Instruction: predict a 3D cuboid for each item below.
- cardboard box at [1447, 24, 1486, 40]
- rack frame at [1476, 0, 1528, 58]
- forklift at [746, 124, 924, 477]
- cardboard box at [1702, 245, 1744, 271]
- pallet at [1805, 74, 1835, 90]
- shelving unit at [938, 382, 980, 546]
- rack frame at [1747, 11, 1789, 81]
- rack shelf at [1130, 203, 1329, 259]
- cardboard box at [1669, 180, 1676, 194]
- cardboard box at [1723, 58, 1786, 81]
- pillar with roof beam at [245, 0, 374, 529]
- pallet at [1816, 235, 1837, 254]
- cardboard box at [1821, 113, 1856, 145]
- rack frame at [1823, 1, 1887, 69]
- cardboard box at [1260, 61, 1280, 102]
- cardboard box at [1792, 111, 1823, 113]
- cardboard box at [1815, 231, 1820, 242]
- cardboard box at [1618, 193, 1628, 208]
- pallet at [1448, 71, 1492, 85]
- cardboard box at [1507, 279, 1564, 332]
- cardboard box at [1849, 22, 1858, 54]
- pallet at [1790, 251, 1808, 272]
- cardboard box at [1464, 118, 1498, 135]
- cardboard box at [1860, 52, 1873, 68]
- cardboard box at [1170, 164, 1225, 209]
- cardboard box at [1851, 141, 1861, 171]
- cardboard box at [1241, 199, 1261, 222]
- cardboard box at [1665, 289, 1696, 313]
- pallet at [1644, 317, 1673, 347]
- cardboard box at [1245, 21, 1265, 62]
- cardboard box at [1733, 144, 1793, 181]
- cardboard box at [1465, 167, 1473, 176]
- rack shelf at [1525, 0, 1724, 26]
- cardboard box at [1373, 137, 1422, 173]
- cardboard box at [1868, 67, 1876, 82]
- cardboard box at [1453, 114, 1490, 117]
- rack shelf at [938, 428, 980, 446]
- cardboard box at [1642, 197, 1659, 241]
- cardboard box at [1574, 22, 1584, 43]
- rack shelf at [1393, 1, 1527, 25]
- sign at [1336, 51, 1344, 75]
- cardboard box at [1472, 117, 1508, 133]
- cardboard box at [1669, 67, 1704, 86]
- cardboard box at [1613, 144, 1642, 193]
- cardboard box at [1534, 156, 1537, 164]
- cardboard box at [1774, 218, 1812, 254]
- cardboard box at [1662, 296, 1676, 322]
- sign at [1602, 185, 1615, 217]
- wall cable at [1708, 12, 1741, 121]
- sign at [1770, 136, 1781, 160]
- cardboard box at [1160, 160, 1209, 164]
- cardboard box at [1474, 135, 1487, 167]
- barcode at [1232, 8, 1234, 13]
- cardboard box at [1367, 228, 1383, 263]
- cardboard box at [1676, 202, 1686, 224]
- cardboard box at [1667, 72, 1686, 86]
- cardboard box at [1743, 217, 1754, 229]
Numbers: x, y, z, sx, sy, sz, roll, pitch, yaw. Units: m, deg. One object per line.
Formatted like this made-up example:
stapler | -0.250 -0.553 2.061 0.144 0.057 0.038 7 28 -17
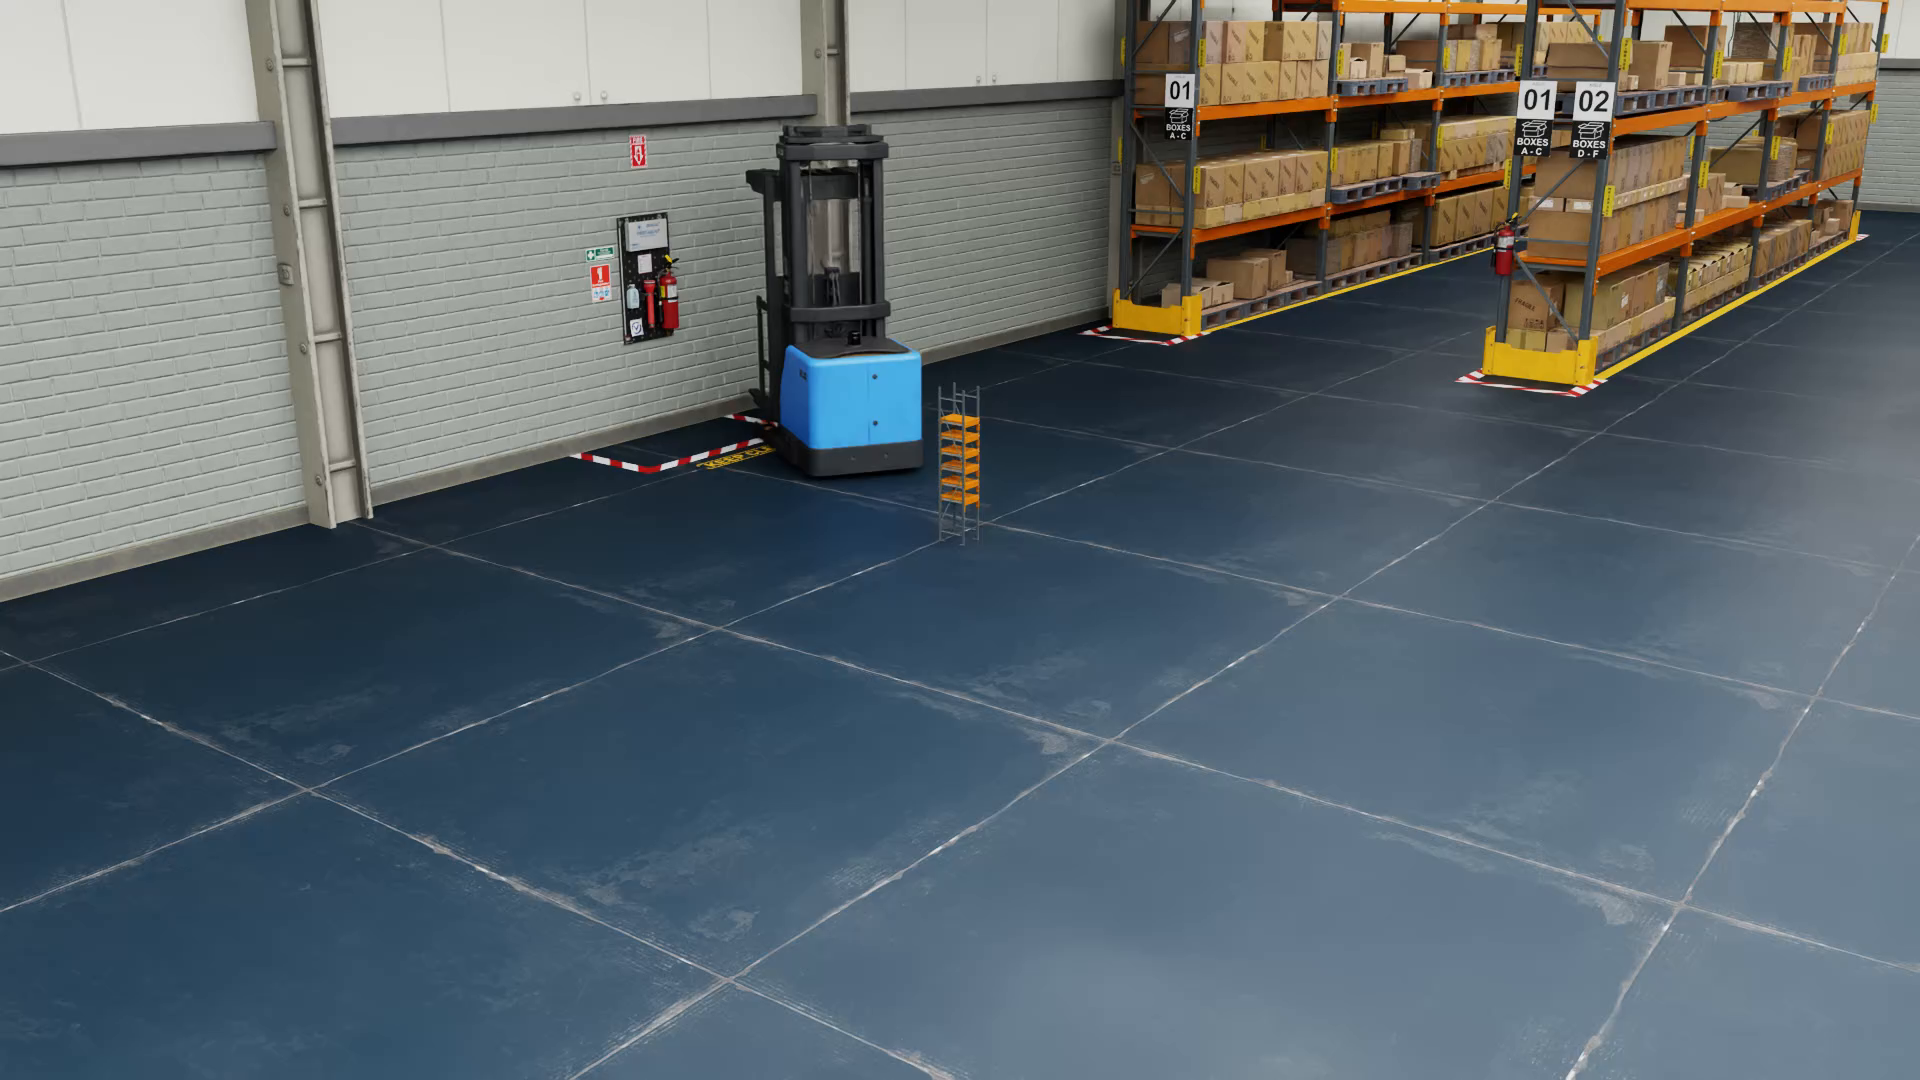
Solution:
cardboard box | 8.692 -8.720 28.533 0.500 0.250 0.500 12 21 33
rack frame | 9.639 -9.857 29.312 1.000 3.000 0.127 12 21 35
forklift | -1.308 -2.340 15.338 1.130 2.935 3.031 -6 18 -20
cardboard box | 10.817 -4.027 23.636 0.500 0.311 0.500 12 21 34
pallet | 13.175 -7.317 26.508 1.213 0.211 1.003 12 21 35
shelving unit | -0.009 -0.570 12.555 0.258 1.200 0.189 12 21 35
rack frame | 11.236 -8.030 23.428 1.000 3.000 0.127 12 21 35
rack shelf | 3.681 -4.267 22.638 1.077 0.370 4.000 12 21 35
cardboard box | 8.560 -4.346 20.417 0.380 0.149 0.250 12 21 33
cardboard box | 11.469 -6.755 24.212 0.910 0.500 0.500 12 21 35
pillar with roof beam | -1.481 -3.700 9.484 9.100 9.000 0.400 12 21 35
pallet | 14.756 -5.241 29.265 1.003 0.211 1.213 12 21 35
cardboard box | 15.047 -7.074 28.610 0.500 0.500 0.500 13 22 36
rack frame | 16.003 -9.935 29.564 1.000 3.000 0.127 12 21 35
cardboard box | 3.846 -6.036 21.864 0.500 0.500 0.500 14 22 38
cardboard box | 14.919 -7.292 29.314 0.500 0.500 0.500 13 21 35
cardboard box | 14.551 -5.244 28.608 0.380 0.166 0.250 12 21 35
cardboard box | 7.333 -3.855 18.836 0.380 0.149 0.250 12 21 34
pallet | 8.261 -7.811 28.100 1.003 0.211 1.213 14 22 37
cardboard box | 6.550 -2.685 18.997 0.500 0.500 0.500 12 21 35
cardboard box | 14.583 -8.412 27.862 0.700 0.500 0.500 12 21 35
pallet | 13.165 -4.585 27.154 1.003 0.211 1.213 12 21 35
cardboard box | 8.950 -7.151 28.747 0.500 0.250 0.500 13 21 36
cardboard box | 15.604 -8.383 29.034 0.500 0.250 0.500 12 21 35
cardboard box | 3.015 -4.490 21.101 0.500 0.500 0.500 12 21 35
cardboard box | 15.648 -6.839 29.540 0.500 0.500 0.500 13 21 35
cardboard box | 3.641 -4.378 22.004 0.500 0.250 0.500 12 21 34
cardboard box | 9.292 -3.152 21.763 0.500 0.250 0.500 12 21 33
pallet | 8.345 -2.698 21.077 1.003 0.211 1.213 12 21 35
cardboard box | 3.549 -6.385 21.299 0.500 0.500 0.500 13 22 36
cardboard box | 12.219 -5.767 25.380 0.500 0.500 0.700 -15 23 -40
cardboard box | 8.543 -6.334 28.471 0.380 0.149 0.250 13 21 35
rack shelf | 7.661 -6.066 18.992 1.077 0.370 4.000 12 21 35
cardboard box | 6.984 -6.183 26.687 0.700 0.500 0.500 10 20 28
cardboard box | 15.908 -8.262 29.487 0.500 0.250 0.500 12 21 35
cardboard box | 9.156 -7.486 29.824 0.500 0.250 0.500 13 22 36
rack shelf | -0.009 -0.756 12.497 0.258 0.103 0.180 12 21 35
cardboard box | 7.982 -3.907 20.100 0.700 0.500 0.500 13 21 35
cardboard box | 11.498 -9.572 31.564 0.500 0.500 0.500 13 22 36
rack shelf | 8.447 -8.846 27.944 1.077 0.370 4.000 12 21 35
sign | 5.313 -6.672 23.241 0.100 0.325 0.005 12 21 35
cardboard box | 9.254 -7.273 29.138 0.500 0.250 0.500 13 21 36
cardboard box | 9.228 -5.919 21.232 0.500 0.250 0.500 15 23 40
cardboard box | 7.398 -4.295 19.159 0.700 0.500 0.500 13 21 35
cardboard box | 10.415 -7.434 31.120 0.980 0.700 0.700 12 21 33
cardboard box | 13.556 -4.966 27.149 0.500 0.500 0.500 12 21 34
cardboard box | 8.752 -2.950 21.115 0.500 0.250 0.500 12 21 35
sign | 6.912 -3.611 17.721 0.100 0.325 0.005 12 21 35
wall cable | 15.679 -10.611 36.975 3.097 2.526 0.112 12 21 35
sign | 11.684 -5.620 23.832 0.100 0.325 0.005 12 21 35
cardboard box | 2.907 -4.698 21.769 0.500 0.500 0.500 13 21 35
cardboard box | 8.671 -6.676 28.479 0.500 0.500 0.500 13 22 36
barcode | 3.699 -7.171 22.518 0.001 0.075 0.075 12 21 35
cardboard box | 6.195 -4.649 26.131 0.700 0.500 0.500 12 21 34
cardboard box | 9.111 -4.265 21.674 0.500 0.250 0.500 14 22 38
cardboard box | 8.354 -5.456 19.678 0.380 0.149 0.250 12 21 35
cardboard box | 12.241 -5.062 26.195 0.500 0.250 0.500 12 21 34
